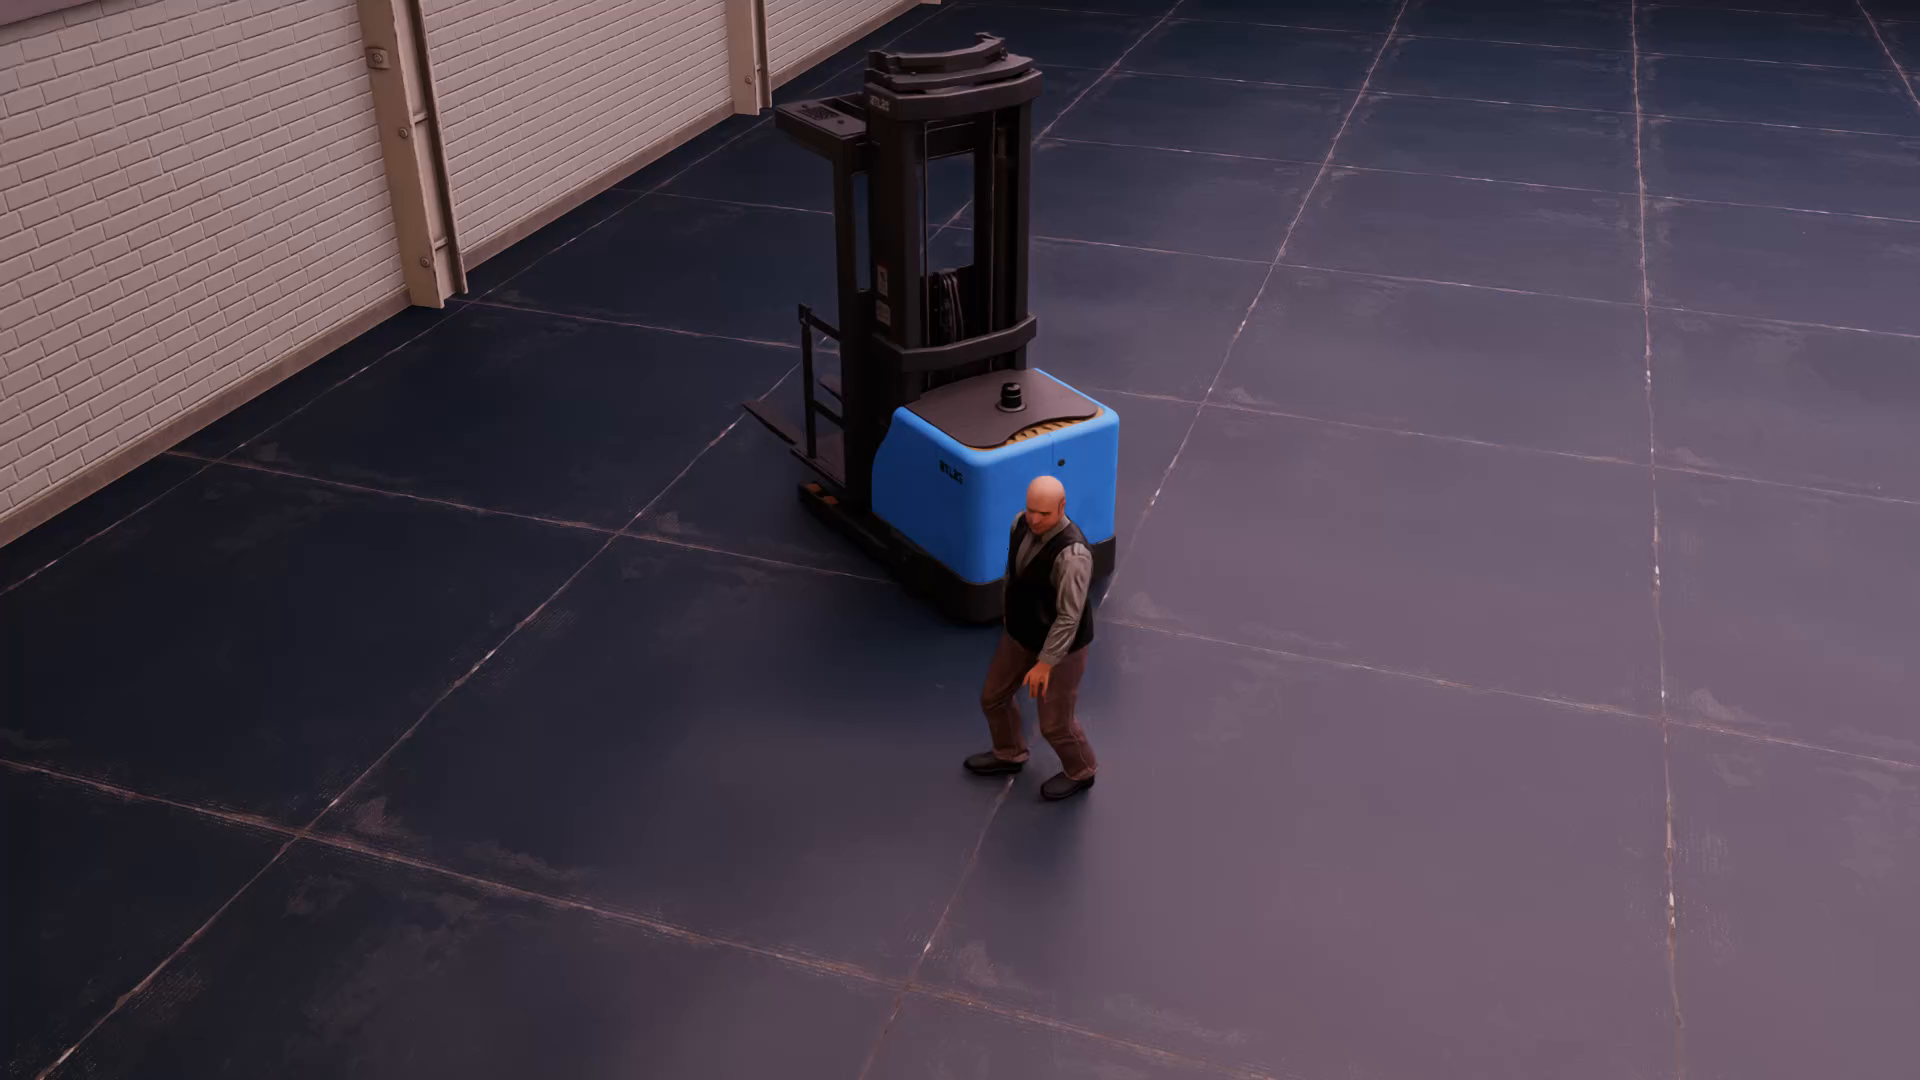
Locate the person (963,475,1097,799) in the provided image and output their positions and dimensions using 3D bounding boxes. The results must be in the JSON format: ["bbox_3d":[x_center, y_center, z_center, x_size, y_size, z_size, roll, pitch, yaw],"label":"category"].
[{"bbox_3d":[0.370,0.444,7.626,0.532,1.692,0.658,-19,35,-30],"label":"person"}]

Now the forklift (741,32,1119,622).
[{"bbox_3d":[-0.355,-1.504,9.775,1.130,2.935,3.031,-19,35,-30],"label":"forklift"}]
